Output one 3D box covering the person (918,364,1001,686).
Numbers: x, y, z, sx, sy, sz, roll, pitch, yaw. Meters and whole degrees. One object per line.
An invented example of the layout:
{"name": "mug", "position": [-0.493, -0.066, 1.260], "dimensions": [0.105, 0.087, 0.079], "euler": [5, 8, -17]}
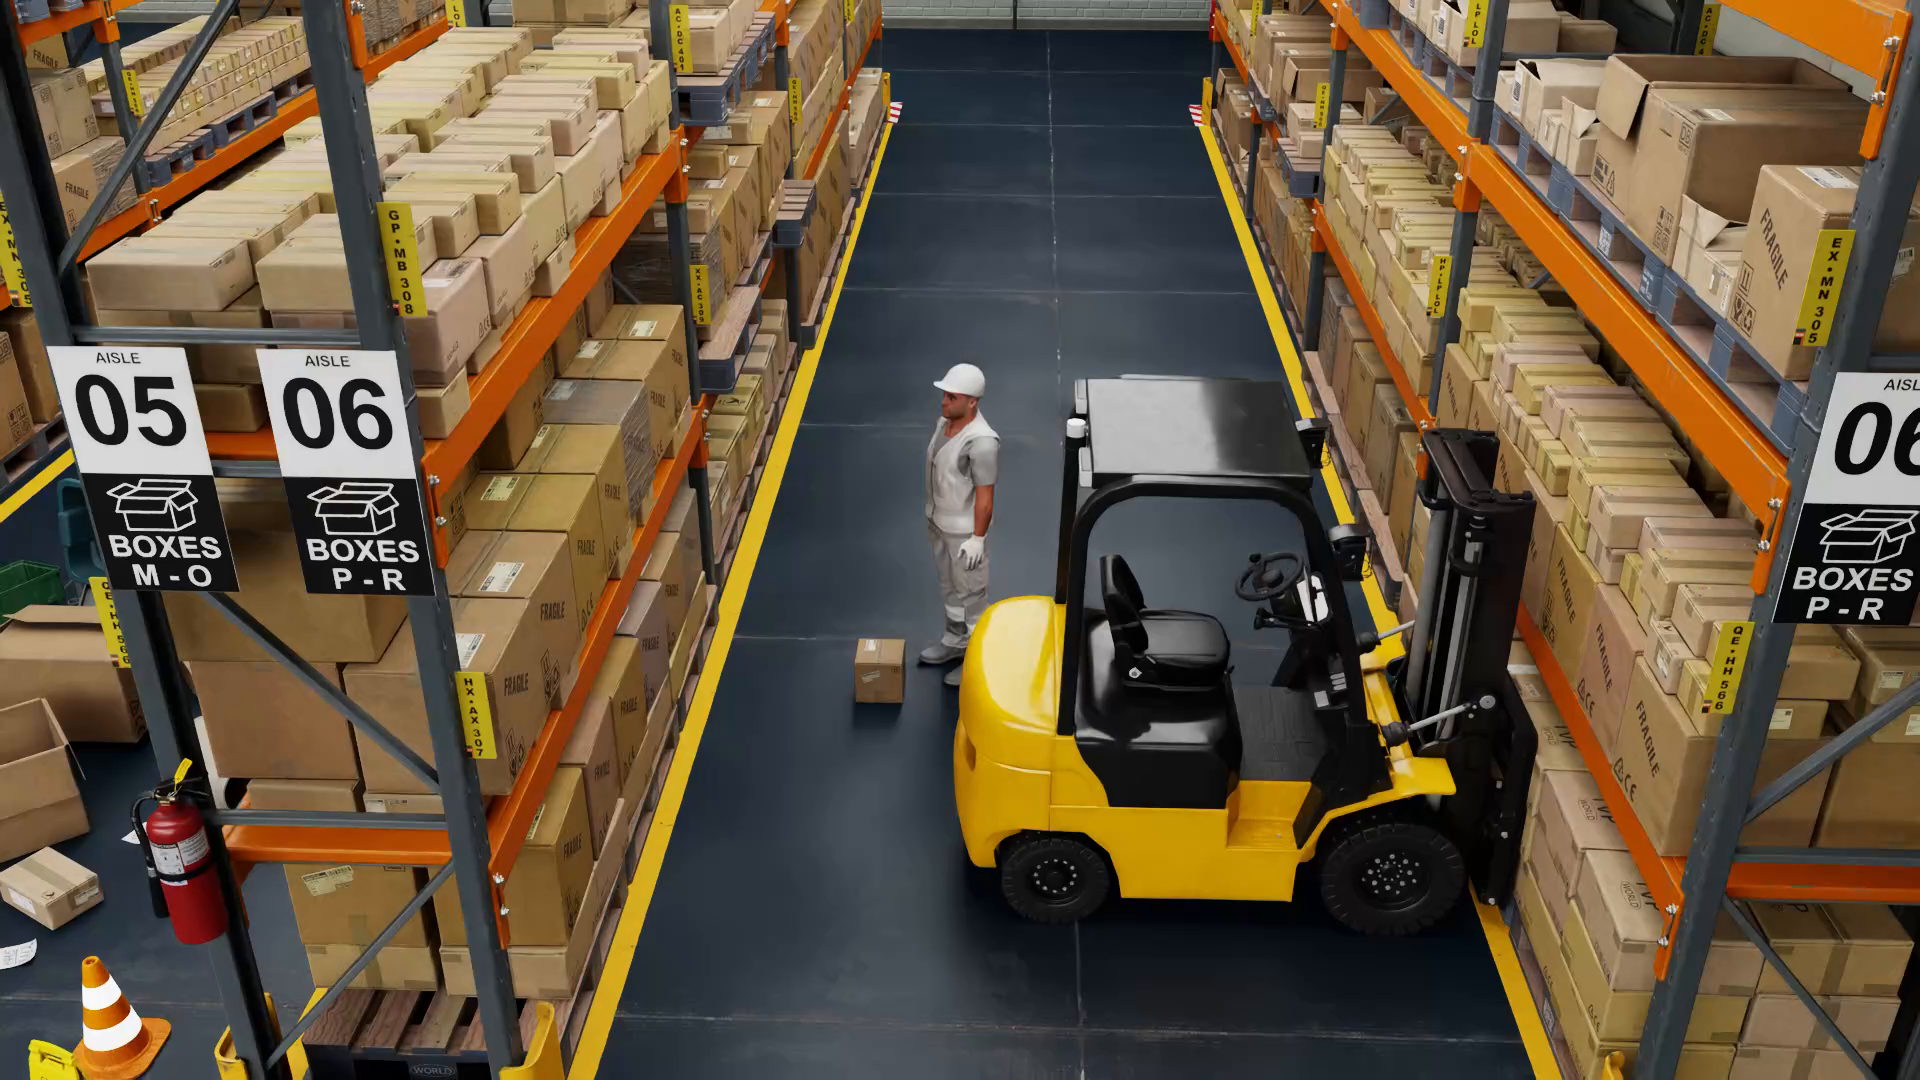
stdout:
{"name": "person", "position": [-0.009, -0.078, 8.731], "dimensions": [0.335, 1.793, 0.523], "euler": [-13, 30, -23]}
